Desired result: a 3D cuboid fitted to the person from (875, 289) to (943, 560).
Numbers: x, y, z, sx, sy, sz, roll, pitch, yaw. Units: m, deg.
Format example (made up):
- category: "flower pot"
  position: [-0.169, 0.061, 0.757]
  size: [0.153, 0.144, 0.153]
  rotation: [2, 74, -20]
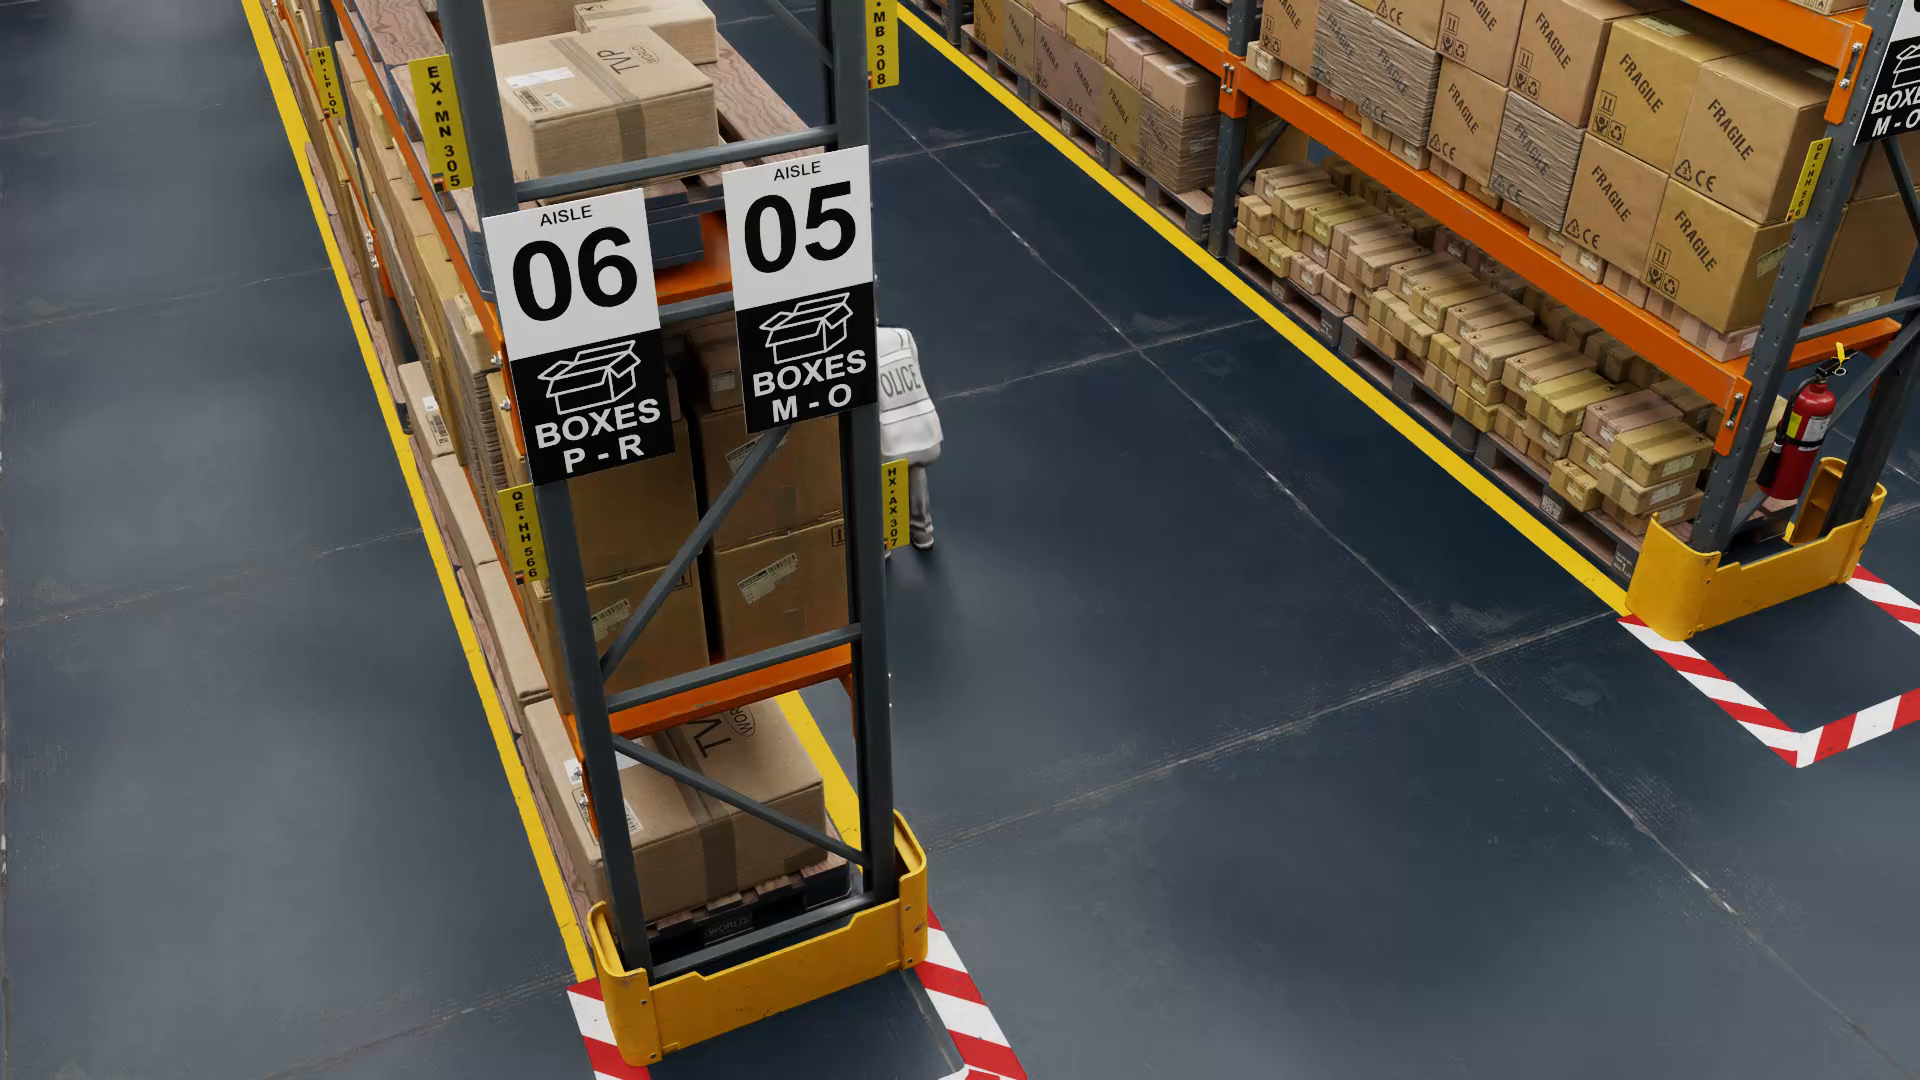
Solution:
- category: "person"
  position: [-0.390, -0.535, 7.863]
  size: [0.533, 1.292, 0.752]
  rotation: [-16, 40, -20]
